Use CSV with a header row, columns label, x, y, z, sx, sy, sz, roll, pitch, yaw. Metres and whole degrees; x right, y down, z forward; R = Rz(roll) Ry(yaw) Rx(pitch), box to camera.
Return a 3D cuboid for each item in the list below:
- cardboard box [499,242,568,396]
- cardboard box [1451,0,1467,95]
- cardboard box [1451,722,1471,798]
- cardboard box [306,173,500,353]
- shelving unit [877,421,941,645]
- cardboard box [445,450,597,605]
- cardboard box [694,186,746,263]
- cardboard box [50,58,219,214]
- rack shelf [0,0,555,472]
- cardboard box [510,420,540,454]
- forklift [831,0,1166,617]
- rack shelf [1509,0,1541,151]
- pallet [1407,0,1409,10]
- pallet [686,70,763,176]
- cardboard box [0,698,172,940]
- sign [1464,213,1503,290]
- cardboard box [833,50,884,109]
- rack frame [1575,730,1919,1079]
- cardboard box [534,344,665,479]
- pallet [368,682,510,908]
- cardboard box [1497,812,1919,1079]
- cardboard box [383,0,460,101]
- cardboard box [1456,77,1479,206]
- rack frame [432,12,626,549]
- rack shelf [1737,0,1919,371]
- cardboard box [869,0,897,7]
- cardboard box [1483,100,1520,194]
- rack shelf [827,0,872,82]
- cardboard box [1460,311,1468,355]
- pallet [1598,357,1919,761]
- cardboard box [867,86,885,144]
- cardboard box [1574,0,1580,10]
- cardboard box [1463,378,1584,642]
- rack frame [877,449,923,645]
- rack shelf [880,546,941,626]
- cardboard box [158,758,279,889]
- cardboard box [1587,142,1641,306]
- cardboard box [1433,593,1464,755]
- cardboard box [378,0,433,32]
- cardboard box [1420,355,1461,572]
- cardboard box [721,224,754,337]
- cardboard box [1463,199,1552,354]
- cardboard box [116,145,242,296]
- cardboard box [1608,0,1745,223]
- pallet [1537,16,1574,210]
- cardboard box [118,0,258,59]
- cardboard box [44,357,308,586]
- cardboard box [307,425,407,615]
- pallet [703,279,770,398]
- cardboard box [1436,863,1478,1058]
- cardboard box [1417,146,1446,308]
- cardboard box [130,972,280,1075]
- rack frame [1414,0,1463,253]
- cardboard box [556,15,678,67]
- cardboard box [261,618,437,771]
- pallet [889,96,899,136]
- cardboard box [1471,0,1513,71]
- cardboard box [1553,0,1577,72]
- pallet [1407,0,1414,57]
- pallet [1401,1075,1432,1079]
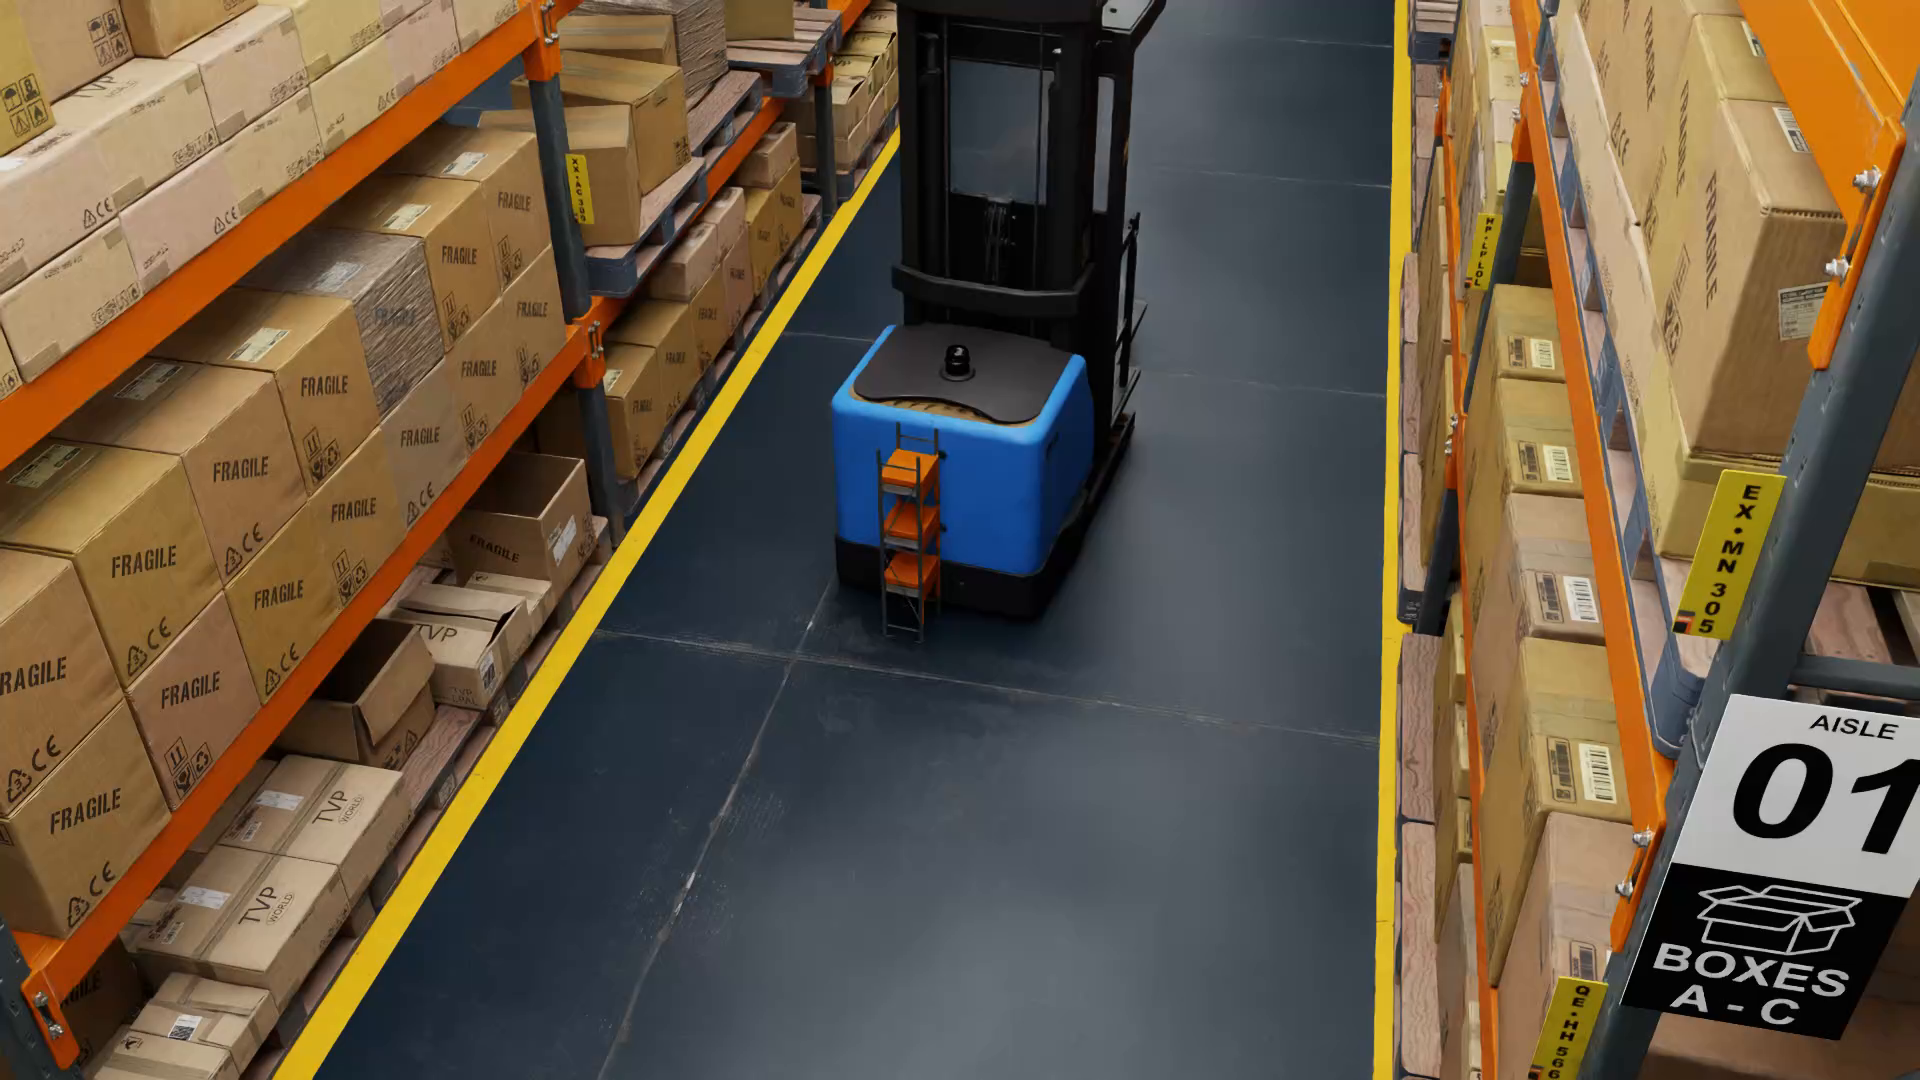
label,x,y,z,sx,sy,sz,roll,pitch,yaw
cardboard box,-2.075,-0.988,7.242,0.500,0.500,0.500,8,37,11
cardboard box,3.122,-2.864,9.559,0.500,0.500,0.500,8,37,11
cardboard box,1.998,0.820,6.052,0.380,0.149,0.250,6,36,9
cardboard box,-2.181,-1.095,6.538,0.500,0.500,0.500,7,36,9
shelving unit,-0.230,-0.020,7.654,0.215,1.050,0.252,11,37,15
cardboard box,-2.064,-0.070,7.816,0.500,0.500,0.500,7,37,10
cardboard box,-1.558,-1.844,9.624,0.500,0.250,0.500,7,36,9
cardboard box,-2.495,-1.165,4.717,0.500,0.250,0.500,7,37,10
rack shelf,-2.646,-1.043,5.460,1.077,0.370,4.000,7,37,10
cardboard box,-2.394,-0.751,8.756,0.500,0.500,0.500,7,37,10
forklift,0.341,-1.688,8.351,1.130,2.935,3.031,11,37,15
rack shelf,3.048,-2.718,7.771,1.077,0.370,4.000,7,37,10
pallet,4.697,-5.196,15.510,1.003,0.211,1.213,7,37,10
pallet,-1.776,-2.367,9.393,1.003,0.211,1.213,7,37,10
cardboard box,-2.721,0.765,4.824,0.500,0.500,0.500,8,37,11
sign,2.089,-1.147,6.627,0.100,0.325,0.005,7,37,10
cardboard box,-0.862,-3.409,12.175,0.500,0.311,0.500,6,36,9
rack frame,1.767,1.645,3.694,1.000,3.000,0.127,7,37,10
cardboard box,-1.878,-0.679,8.657,0.500,0.500,0.500,6,36,8
pallet,-2.625,0.958,7.019,1.003,0.211,1.213,7,37,10
cardboard box,1.866,1.230,4.011,0.980,0.700,0.700,9,37,12
cardboard box,-2.180,-1.823,6.051,0.500,0.250,0.500,7,37,10
cardboard box,2.790,-1.981,8.341,0.500,0.500,0.500,8,37,11
rack frame,-2.219,-1.267,7.712,1.000,3.000,0.127,7,37,10
rack shelf,2.194,-1.477,3.844,1.077,0.370,4.000,7,37,10
cardboard box,-0.531,-4.284,13.382,0.500,0.311,0.500,7,37,10
cardboard box,2.590,-1.712,7.332,0.500,0.250,0.500,8,37,11
rack shelf,-0.938,-4.415,12.669,1.077,0.370,4.000,7,37,10
cardboard box,2.448,-0.931,7.446,0.380,0.149,0.250,8,37,11
pallet,1.915,0.040,3.428,1.003,0.211,1.213,7,37,10
cardboard box,-0.859,-3.168,12.321,0.500,0.250,0.500,6,36,9
cardboard box,2.195,-1.942,5.133,0.500,0.500,0.500,7,37,10
cardboard box,2.328,-0.042,5.767,0.980,0.700,0.700,6,36,9
rack frame,-0.268,0.048,7.560,0.200,1.050,0.008,11,37,15
rack shelf,-0.230,0.213,7.823,0.215,0.259,0.240,11,37,15
cardboard box,-2.966,1.078,6.444,0.500,0.250,0.500,7,37,10
cardboard box,1.880,-0.770,4.155,0.500,0.250,0.500,6,36,9
cardboard box,2.361,0.610,6.894,0.700,0.500,0.500,8,37,11
cardboard box,-2.168,-2.024,5.902,0.500,0.250,0.500,7,37,10
cardboard box,2.633,-0.336,7.902,0.750,0.750,0.750,8,37,11
cardboard box,-1.552,-1.562,9.874,0.500,0.500,0.500,6,36,8
cardboard box,2.473,-1.113,7.144,0.500,0.500,0.500,7,36,9
cardboard box,-2.491,-0.962,4.863,0.500,0.250,0.500,7,37,10
cardboard box,1.877,-1.062,3.919,0.500,0.500,0.500,6,36,8
pallet,2.436,-1.359,5.358,1.003,0.211,1.213,7,37,10
cardboard box,-2.590,-1.781,4.928,0.700,0.500,0.500,7,37,10
cardboard box,-2.505,-0.227,5.340,0.500,0.500,0.500,8,37,11
cardboard box,-2.398,-0.105,6.024,0.500,0.500,0.500,8,37,11
pallet,-1.824,-1.310,10.148,1.003,0.211,1.213,7,37,10
cardboard box,2.032,1.498,5.669,0.700,0.500,0.500,6,36,8
cardboard box,3.190,-1.835,9.970,0.750,0.750,0.750,7,36,9
cardboard box,-2.595,1.655,5.719,0.380,0.166,0.250,7,37,10
rack frame,3.475,-2.941,10.022,1.000,3.000,0.127,7,37,10
cardboard box,-1.902,-2.498,8.967,0.700,0.500,0.500,-1,36,-2
cardboard box,-2.615,0.644,6.828,0.797,0.503,0.637,7,37,10
pallet,-0.888,-3.595,13.300,1.003,0.211,1.213,7,37,10
cardboard box,2.910,-2.590,8.543,0.500,0.250,0.500,8,37,10
cardboard box,2.216,-1.649,5.368,0.500,0.250,0.500,7,37,10
pallet,4.439,-4.495,14.542,1.003,0.211,1.213,7,37,10
pallet,1.861,2.306,5.158,1.003,0.211,1.213,7,37,10
